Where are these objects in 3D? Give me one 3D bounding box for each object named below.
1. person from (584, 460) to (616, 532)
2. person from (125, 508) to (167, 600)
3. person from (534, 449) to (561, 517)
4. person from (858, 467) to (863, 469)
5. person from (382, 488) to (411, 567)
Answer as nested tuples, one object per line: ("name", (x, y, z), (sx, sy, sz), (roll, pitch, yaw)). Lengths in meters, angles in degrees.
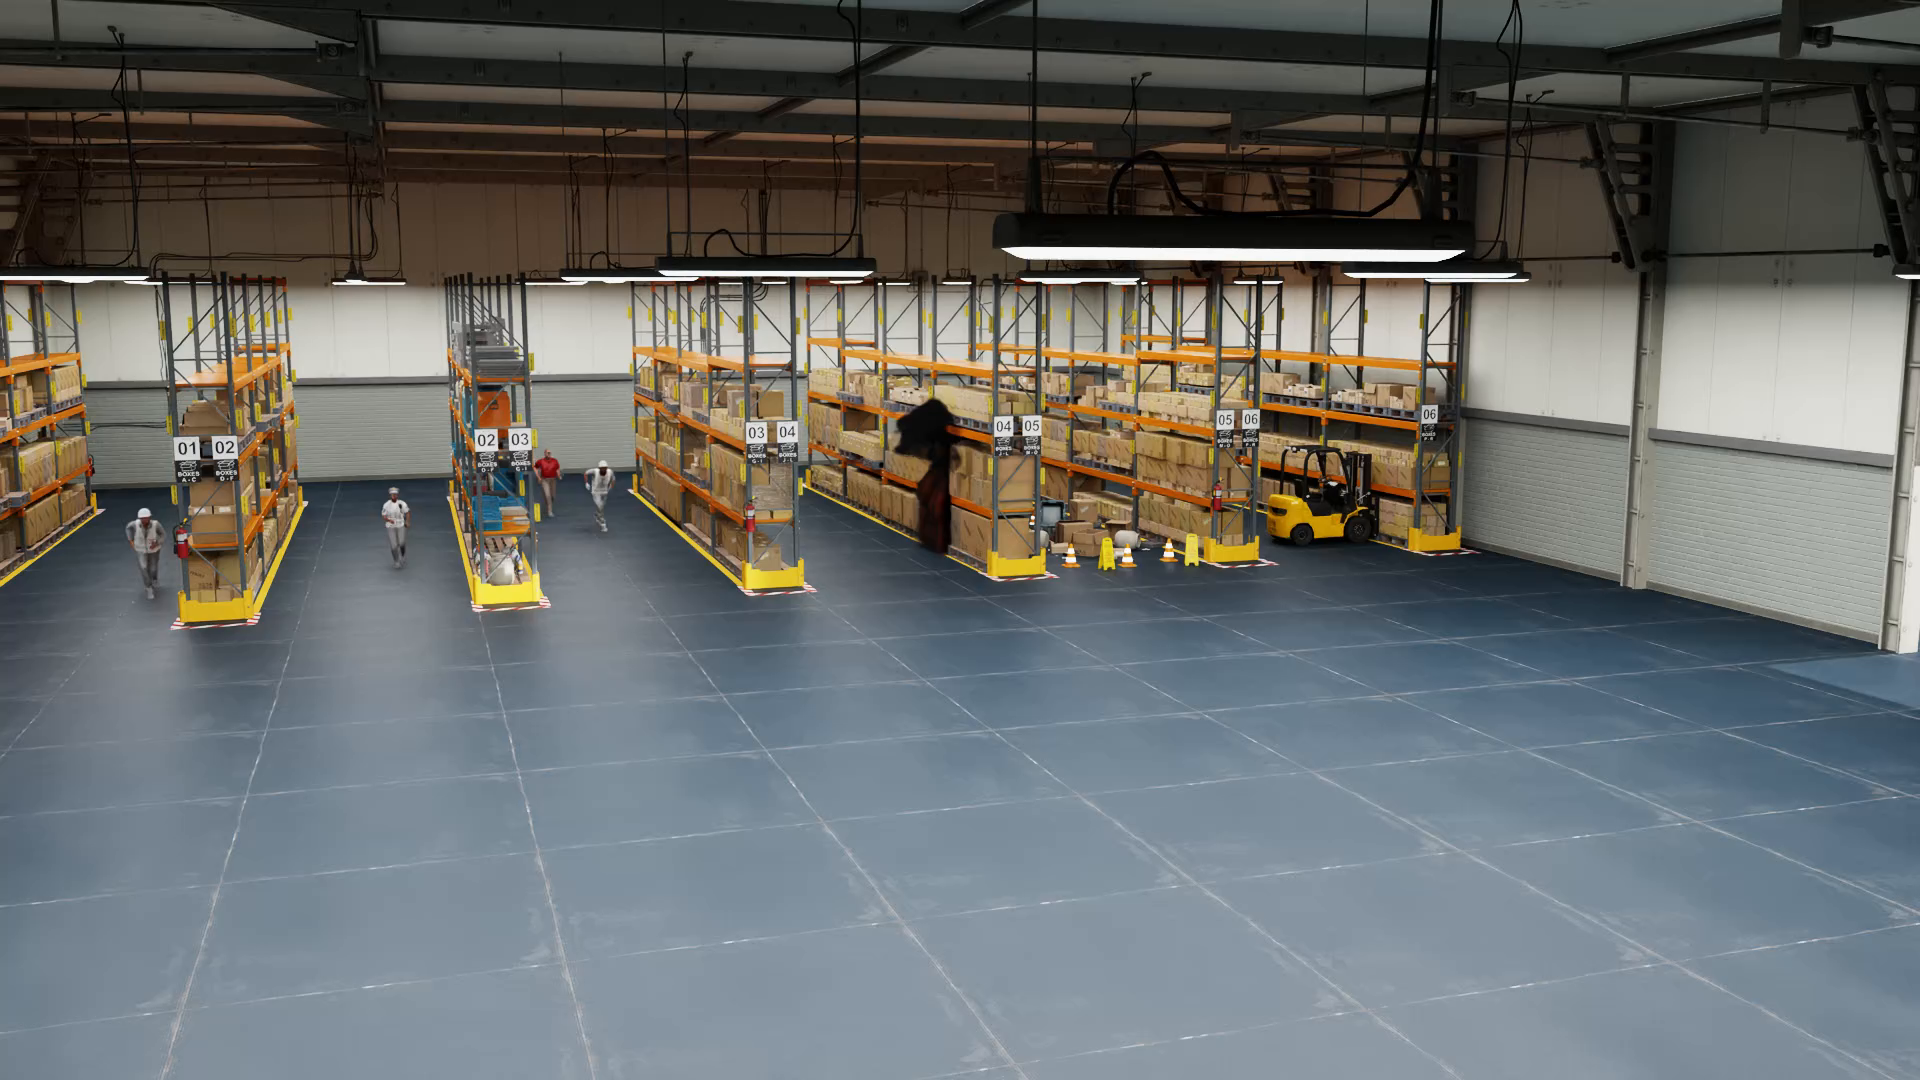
("person", (-8.614, -1.070, 39.719), (0.730, 1.732, 1.055), (-4, 10, -26))
("person", (-15.204, 0.223, 31.147), (0.697, 1.731, 1.051), (-3, 9, -19))
("person", (-10.492, -1.474, 42.292), (0.647, 1.704, 0.849), (-5, 10, -29))
("person", (-2.790, -2.529, 49.320), (0.843, 1.632, 0.611), (4, 10, 27))
("person", (-11.605, -0.255, 34.261), (0.561, 1.661, 0.562), (-3, 9, -17))
